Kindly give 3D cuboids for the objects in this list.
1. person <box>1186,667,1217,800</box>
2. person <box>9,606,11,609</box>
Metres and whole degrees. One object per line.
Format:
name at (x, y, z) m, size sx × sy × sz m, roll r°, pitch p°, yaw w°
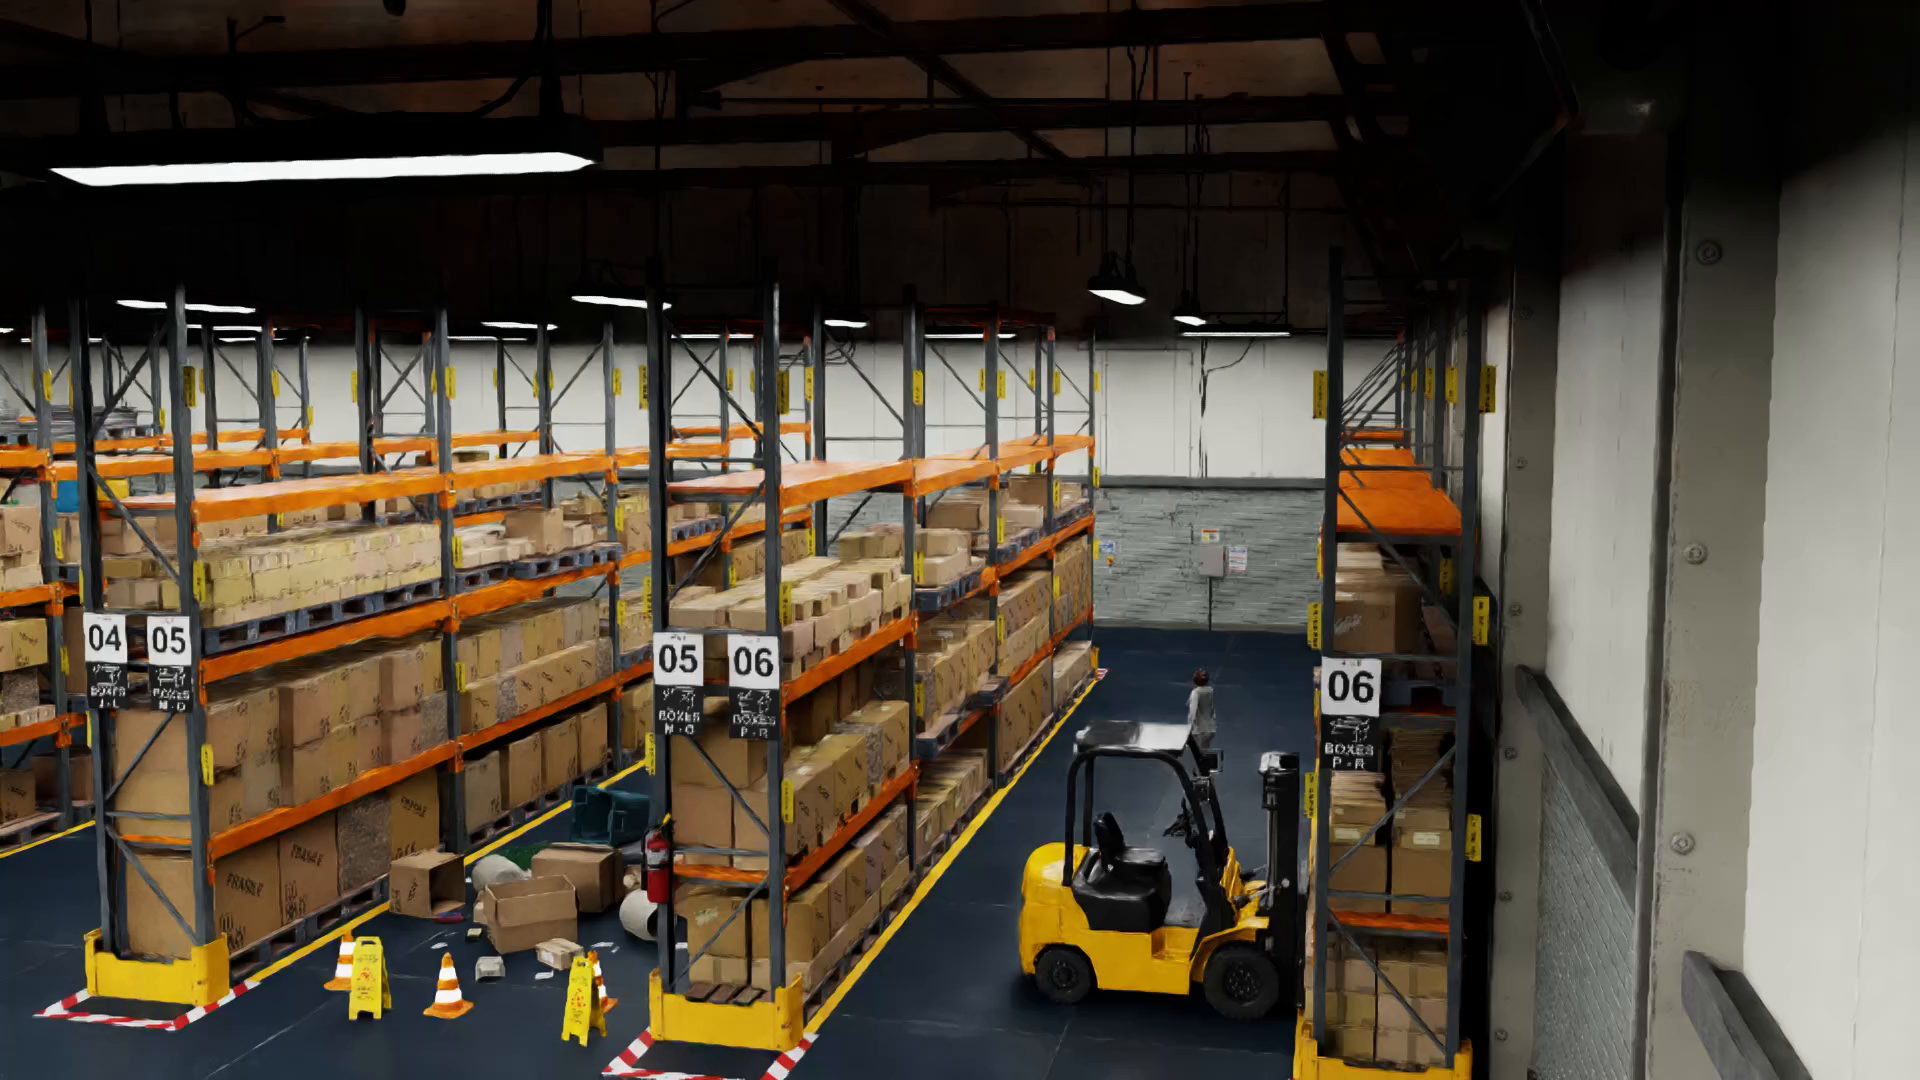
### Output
person at (2.908, 2.327, 20.126) m, size 0.534 × 1.589 × 0.522 m, roll 5°, pitch 7°, yaw 38°
person at (-15.185, 1.587, 27.051) m, size 0.719 × 1.714 × 0.578 m, roll 1°, pitch 6°, yaw 11°
